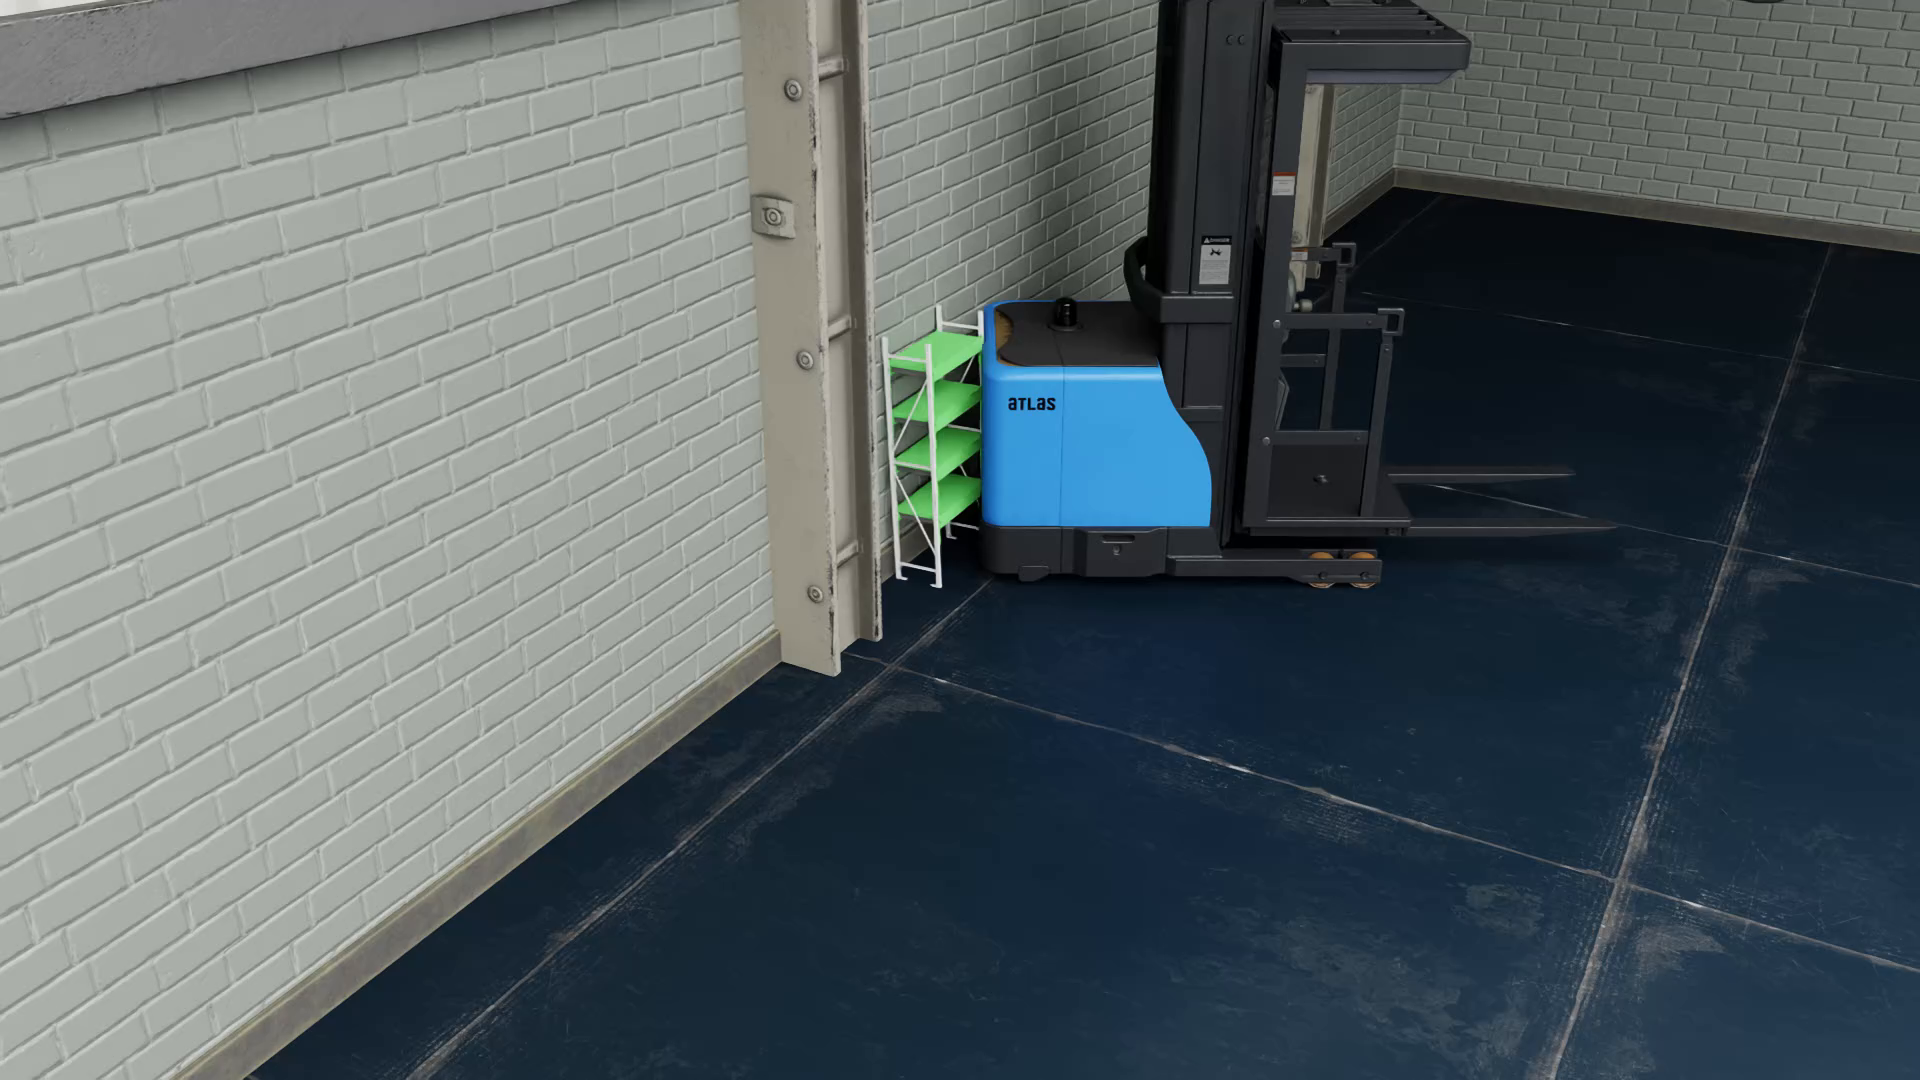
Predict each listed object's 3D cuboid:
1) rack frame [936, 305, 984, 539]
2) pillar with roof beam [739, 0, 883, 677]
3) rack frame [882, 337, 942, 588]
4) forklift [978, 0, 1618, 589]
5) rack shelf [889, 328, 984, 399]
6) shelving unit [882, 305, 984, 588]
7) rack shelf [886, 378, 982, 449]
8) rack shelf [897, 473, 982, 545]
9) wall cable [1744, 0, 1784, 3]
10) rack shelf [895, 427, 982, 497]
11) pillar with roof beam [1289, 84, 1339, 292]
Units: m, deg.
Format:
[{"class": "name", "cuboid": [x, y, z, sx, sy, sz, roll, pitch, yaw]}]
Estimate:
[{"class": "rack frame", "cuboid": [0.018, -0.533, 7.952, 0.240, 1.200, 0.015, 12, 29, 26]}, {"class": "pillar with roof beam", "cuboid": [3.176, -2.604, 3.398, 9.100, 9.000, 0.400, 14, 30, 26]}, {"class": "rack frame", "cuboid": [-0.215, -0.338, 7.571, 0.240, 1.200, 0.015, 12, 29, 26]}, {"class": "forklift", "cuboid": [1.607, -1.323, 7.618, 3.031, 2.935, 1.130, 0, 27, 0]}, {"class": "rack shelf", "cuboid": [-0.113, -0.809, 7.579, 0.258, 0.148, 0.480, 12, 29, 26]}, {"class": "shelving unit", "cuboid": [-0.099, -0.435, 7.761, 0.258, 1.200, 0.503, 12, 29, 26]}, {"class": "rack shelf", "cuboid": [-0.105, -0.593, 7.684, 0.258, 0.148, 0.480, 12, 29, 26]}, {"class": "rack shelf", "cuboid": [-0.088, -0.162, 7.894, 0.258, 0.148, 0.480, 12, 29, 26]}, {"class": "wall cable", "cuboid": [4.980, -5.358, 12.370, 3.097, 2.526, 0.112, 14, 30, 26]}, {"class": "rack shelf", "cuboid": [-0.096, -0.378, 7.789, 0.258, 0.148, 0.480, 12, 29, 26]}, {"class": "pillar with roof beam", "cuboid": [6.128, -4.942, 8.070, 9.100, 9.000, 0.400, 14, 30, 26]}]
